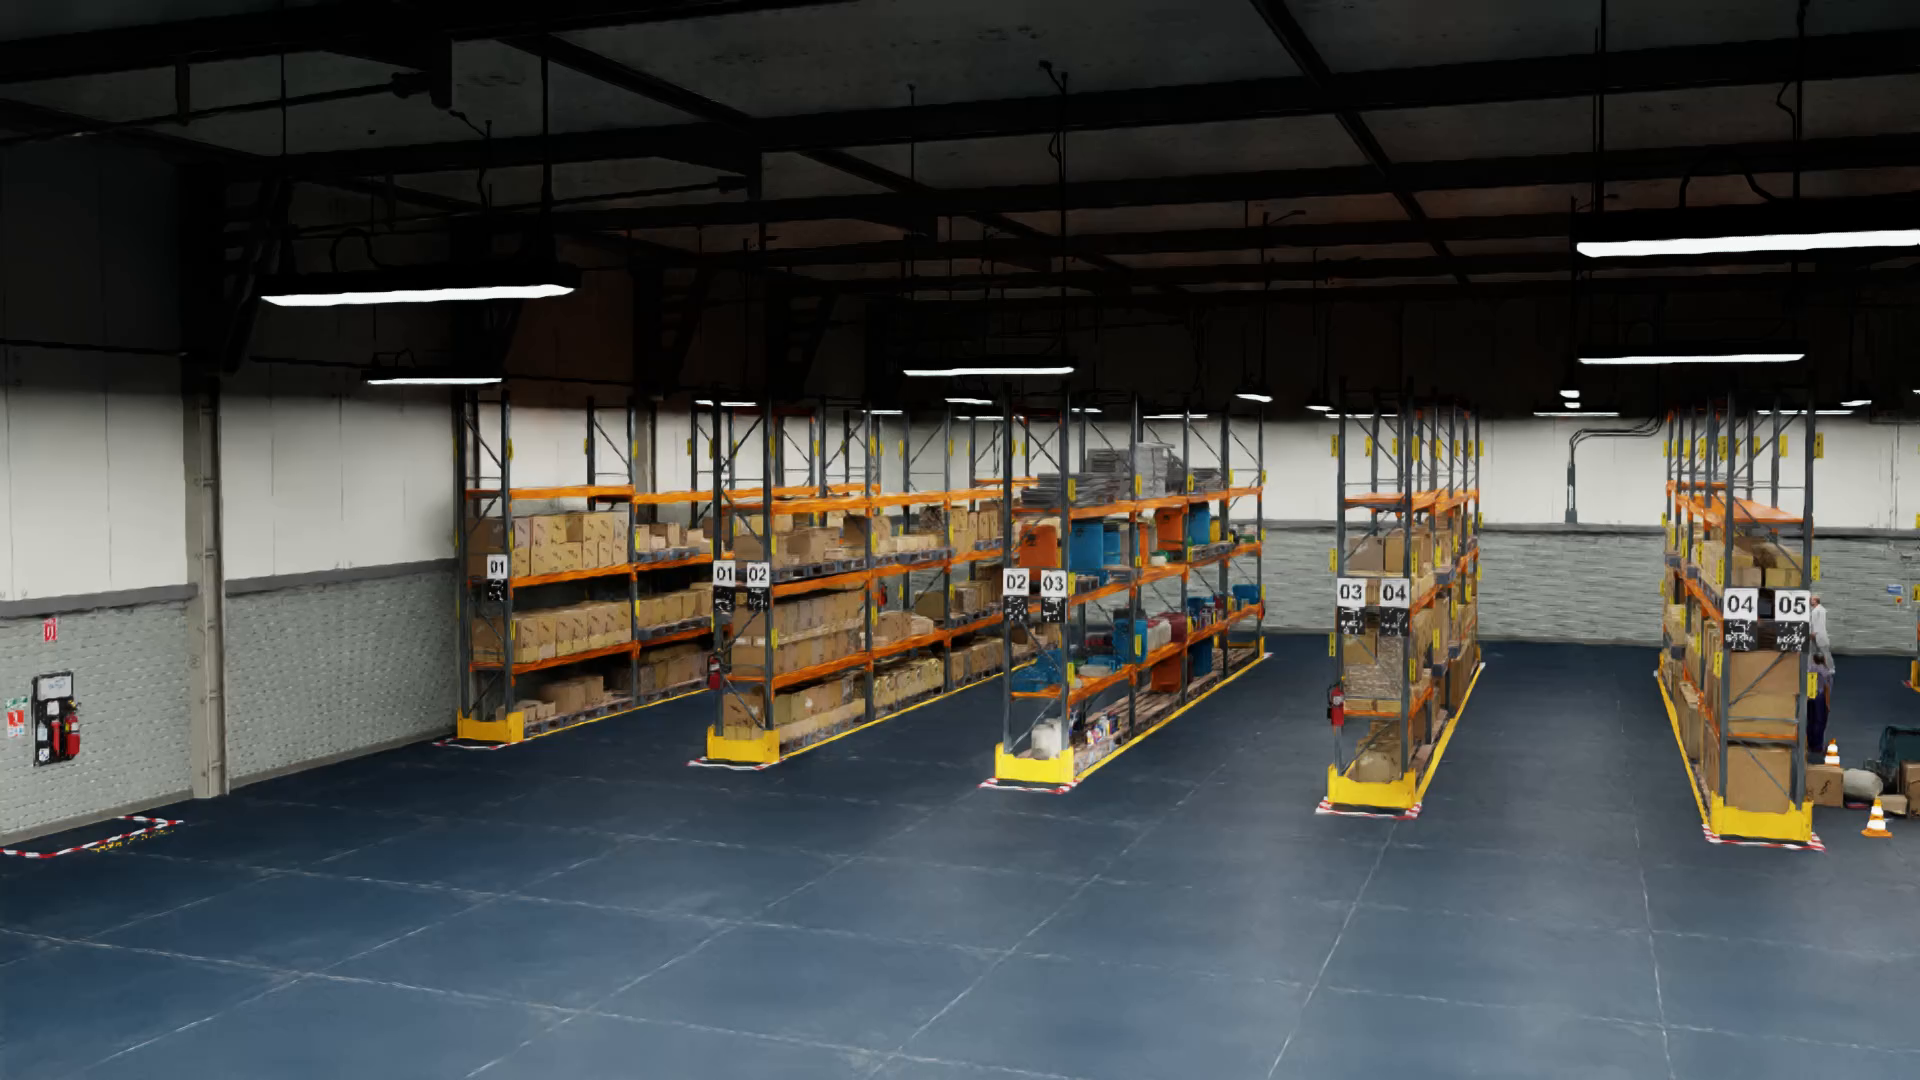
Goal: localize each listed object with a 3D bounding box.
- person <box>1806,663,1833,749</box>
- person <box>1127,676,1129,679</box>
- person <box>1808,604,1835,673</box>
[{"bbox_3d":[14.139,2.718,27.394,0.360,1.387,0.507,-1,3,-9],"label":"person"},{"bbox_3d":[3.678,2.224,36.063,0.429,1.552,1.126,1,3,23],"label":"person"},{"bbox_3d":[19.034,2.184,36.886,0.768,1.578,0.604,0,3,-9],"label":"person"}]
